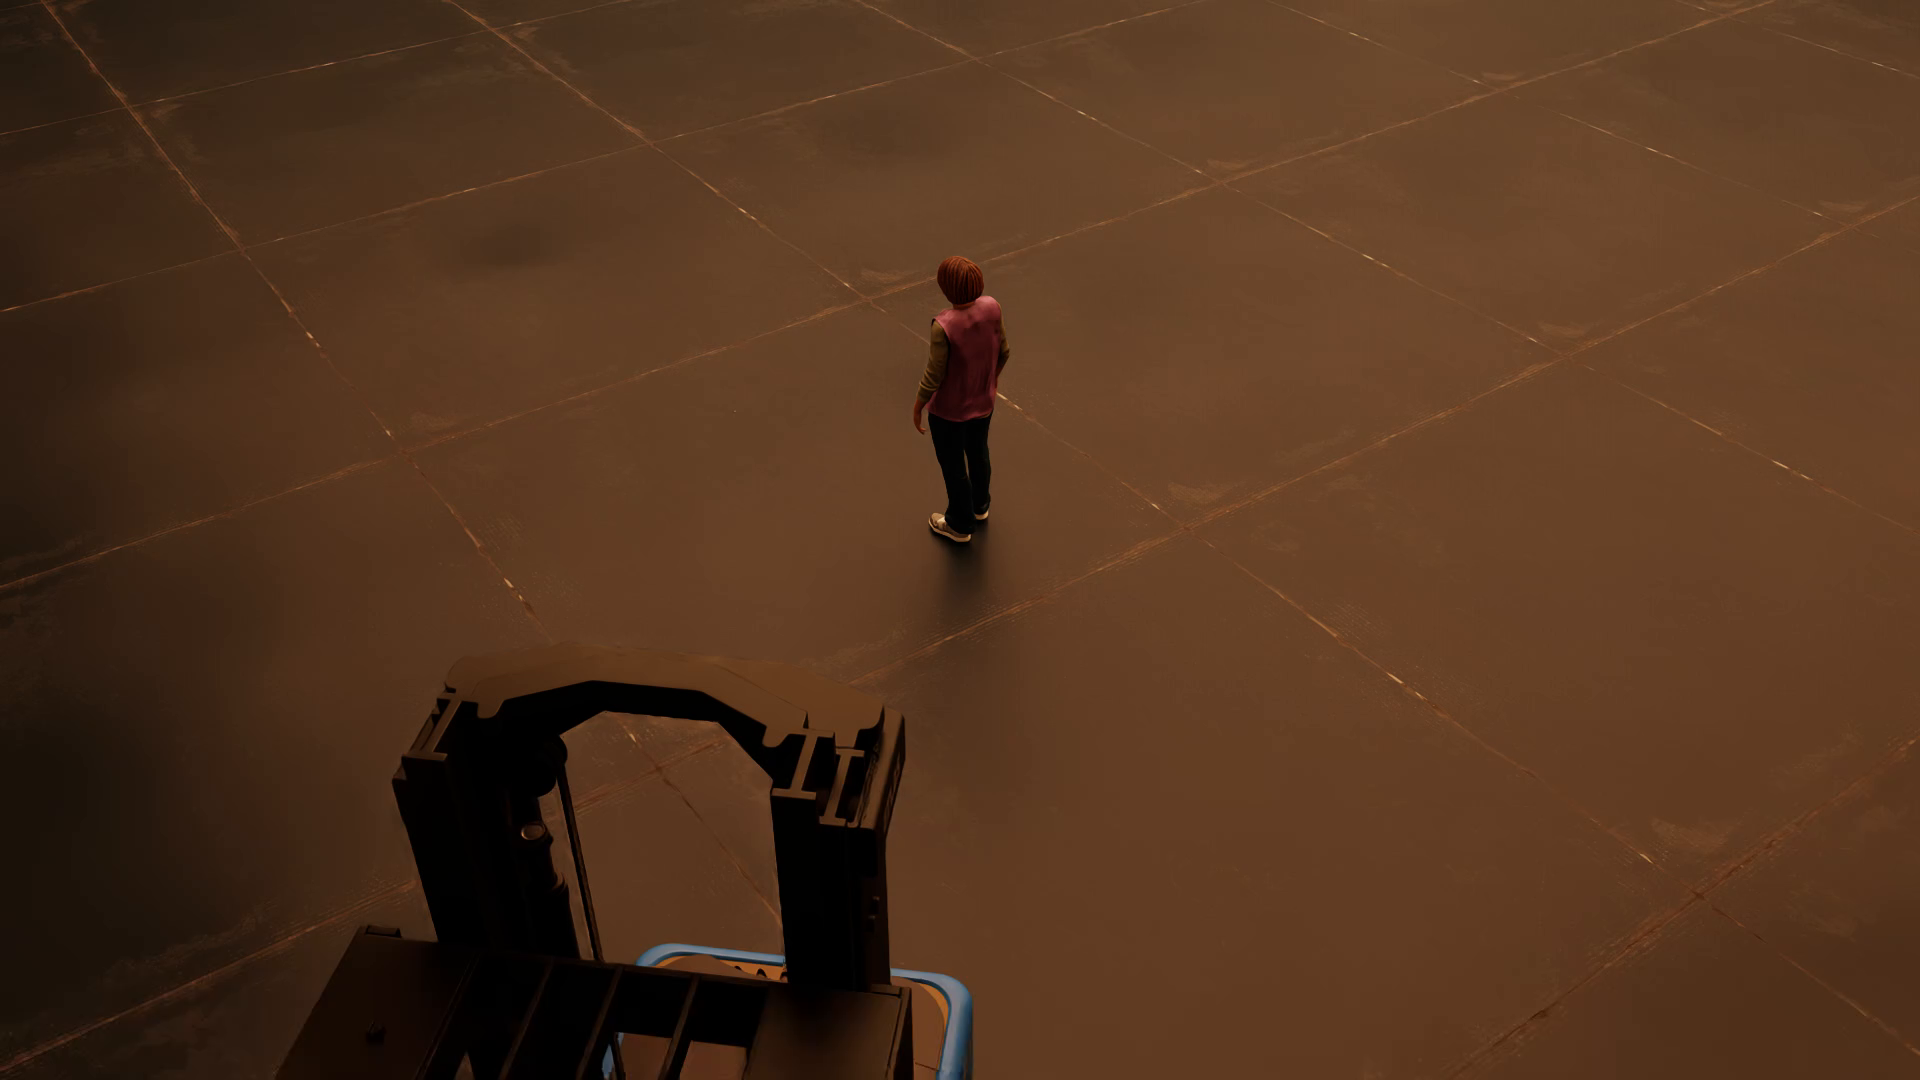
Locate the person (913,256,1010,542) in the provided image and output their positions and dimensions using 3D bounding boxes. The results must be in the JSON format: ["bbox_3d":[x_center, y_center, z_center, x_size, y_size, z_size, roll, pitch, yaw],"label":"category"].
[{"bbox_3d":[-0.031,-0.688,7.986,0.520,1.596,0.476,-23,42,-28],"label":"person"}]

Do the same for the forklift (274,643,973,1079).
[{"bbox_3d":[-0.669,1.793,3.520,1.130,2.935,3.031,5,37,7],"label":"forklift"}]
